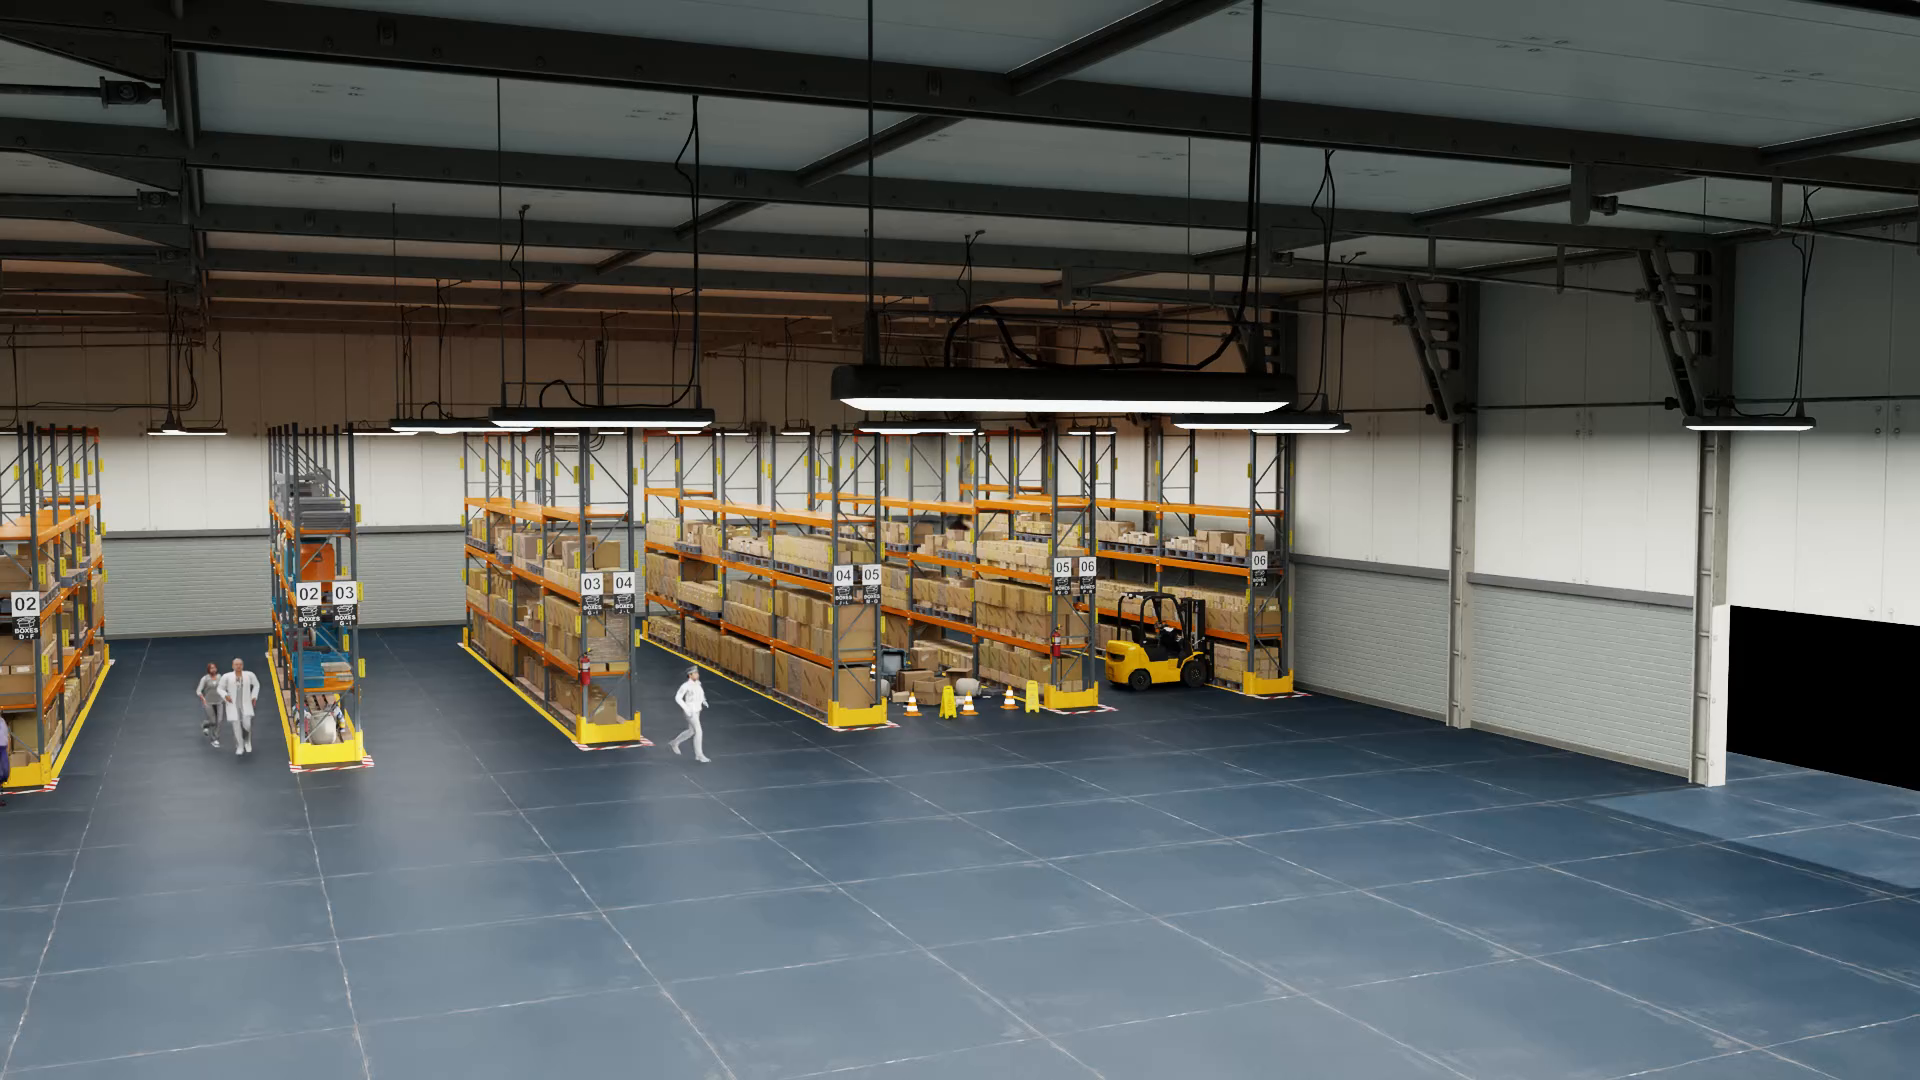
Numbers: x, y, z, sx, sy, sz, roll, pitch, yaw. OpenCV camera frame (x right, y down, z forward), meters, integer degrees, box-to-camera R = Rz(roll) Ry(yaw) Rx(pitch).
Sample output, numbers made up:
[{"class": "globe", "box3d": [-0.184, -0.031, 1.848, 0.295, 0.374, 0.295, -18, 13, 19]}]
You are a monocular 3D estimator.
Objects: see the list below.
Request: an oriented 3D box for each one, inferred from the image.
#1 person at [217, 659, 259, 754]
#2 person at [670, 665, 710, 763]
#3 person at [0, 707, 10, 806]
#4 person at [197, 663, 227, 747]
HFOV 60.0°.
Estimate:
[{"class": "person", "box3d": [-13.016, 3.011, 30.008, 0.718, 1.744, 0.632, -2, 4, -25]}, {"class": "person", "box3d": [-4.792, 3.061, 29.503, 0.844, 1.708, 0.612, 1, 4, 21]}, {"class": "person", "box3d": [-15.162, 3.355, 26.031, 0.624, 1.604, 0.642, 1, 4, 15]}, {"class": "person", "box3d": [-13.950, 3.060, 31.031, 0.536, 1.563, 0.576, -3, 5, -42]}]
